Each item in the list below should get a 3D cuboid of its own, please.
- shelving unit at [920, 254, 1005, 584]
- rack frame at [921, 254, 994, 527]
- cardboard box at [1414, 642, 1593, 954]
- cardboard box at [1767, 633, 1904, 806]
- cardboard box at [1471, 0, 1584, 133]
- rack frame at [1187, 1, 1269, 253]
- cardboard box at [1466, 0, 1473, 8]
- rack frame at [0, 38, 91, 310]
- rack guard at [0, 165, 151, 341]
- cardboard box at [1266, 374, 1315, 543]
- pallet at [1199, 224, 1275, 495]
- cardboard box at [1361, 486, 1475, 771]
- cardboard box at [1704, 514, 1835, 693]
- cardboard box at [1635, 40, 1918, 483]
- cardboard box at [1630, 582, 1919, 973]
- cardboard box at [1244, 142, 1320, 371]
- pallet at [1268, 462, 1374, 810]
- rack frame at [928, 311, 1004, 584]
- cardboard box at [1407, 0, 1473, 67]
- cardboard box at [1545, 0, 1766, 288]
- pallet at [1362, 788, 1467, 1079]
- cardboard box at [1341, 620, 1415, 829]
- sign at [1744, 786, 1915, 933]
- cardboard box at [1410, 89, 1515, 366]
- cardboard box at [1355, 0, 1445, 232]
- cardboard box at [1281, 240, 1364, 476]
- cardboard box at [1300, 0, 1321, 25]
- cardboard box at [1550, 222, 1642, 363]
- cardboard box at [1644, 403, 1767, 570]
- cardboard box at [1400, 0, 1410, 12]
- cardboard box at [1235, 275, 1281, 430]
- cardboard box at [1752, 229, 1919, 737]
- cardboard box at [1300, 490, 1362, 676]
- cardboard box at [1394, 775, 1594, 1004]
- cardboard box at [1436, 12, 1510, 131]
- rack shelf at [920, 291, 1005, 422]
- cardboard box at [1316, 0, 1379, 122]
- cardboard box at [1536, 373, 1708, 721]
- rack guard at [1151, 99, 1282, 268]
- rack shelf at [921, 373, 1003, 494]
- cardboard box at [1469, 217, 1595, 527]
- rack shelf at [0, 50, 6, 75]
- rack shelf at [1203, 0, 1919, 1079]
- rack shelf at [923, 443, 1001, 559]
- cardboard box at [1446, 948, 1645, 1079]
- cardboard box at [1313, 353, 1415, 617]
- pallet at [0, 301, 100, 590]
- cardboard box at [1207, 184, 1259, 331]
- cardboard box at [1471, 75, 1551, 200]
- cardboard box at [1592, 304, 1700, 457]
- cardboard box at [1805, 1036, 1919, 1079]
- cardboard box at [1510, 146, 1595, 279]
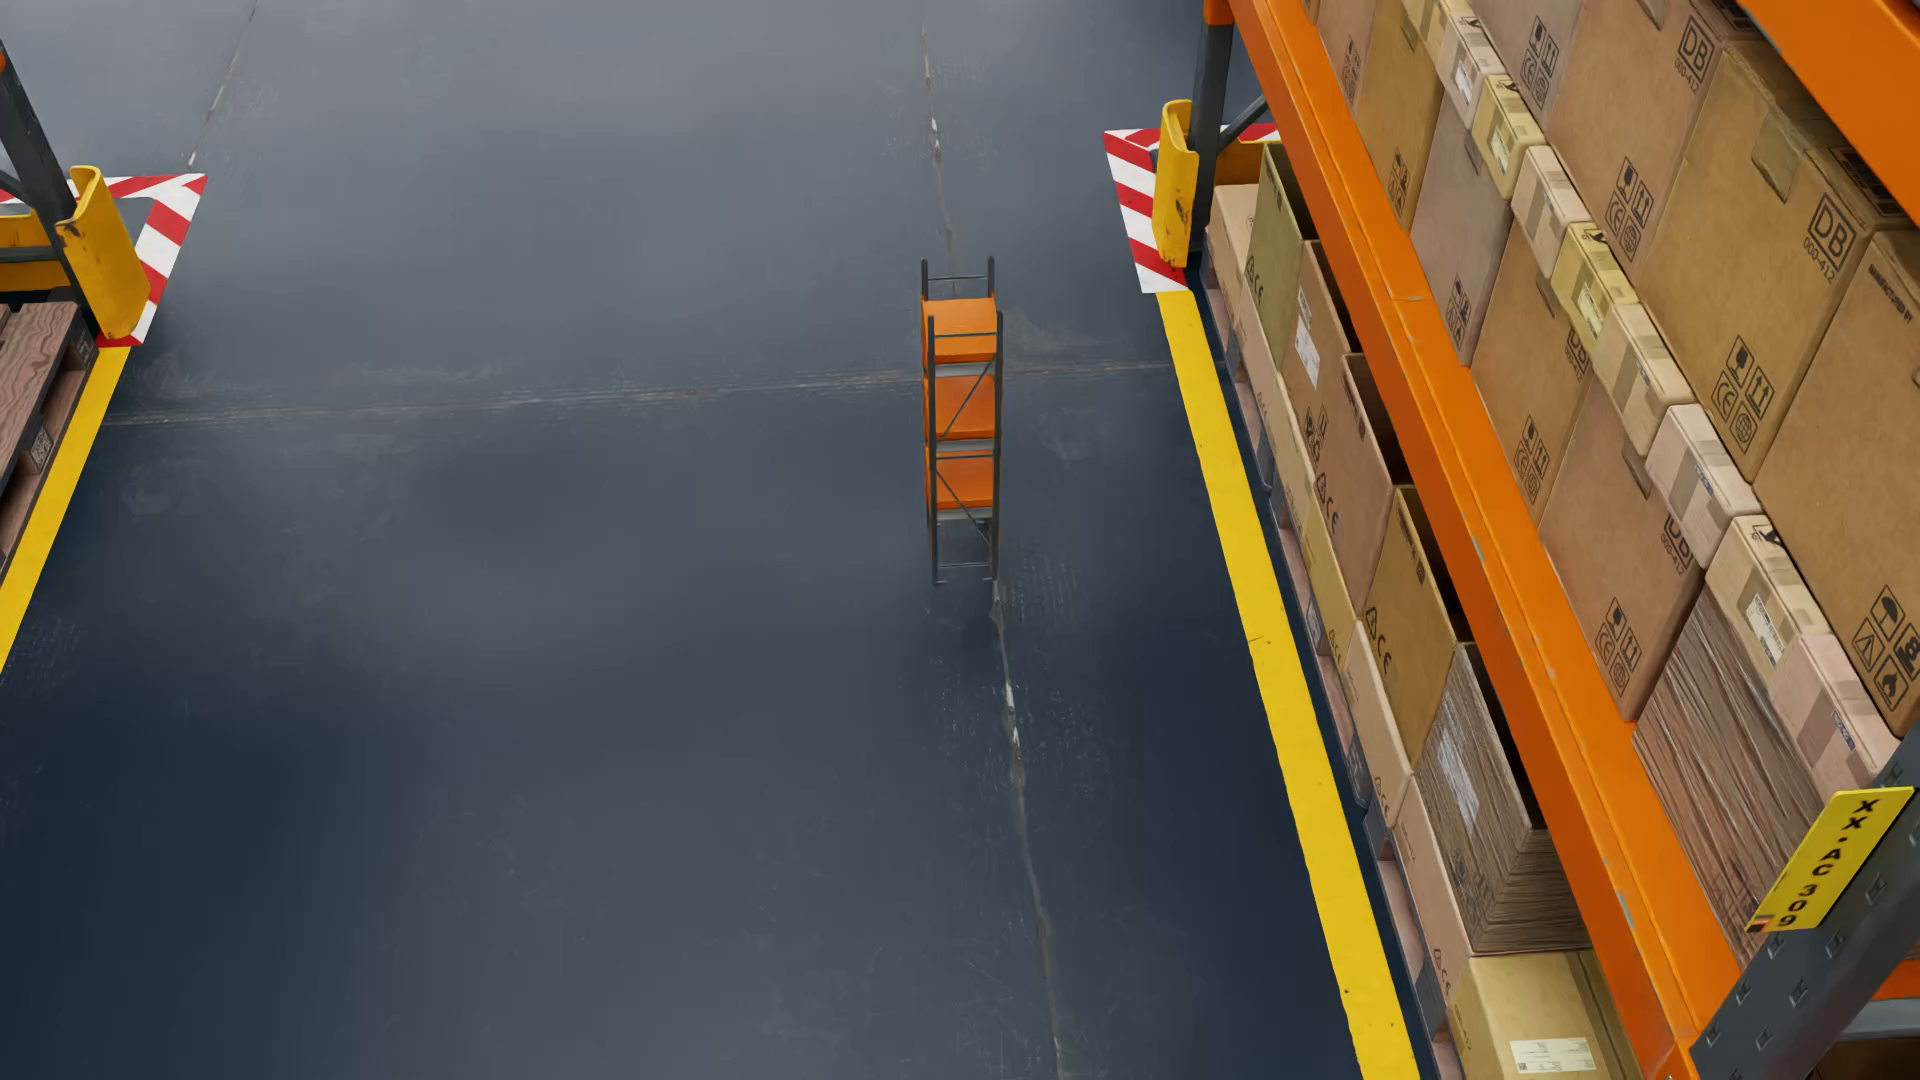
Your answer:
[{"bbox_3d":[0.004,-0.322,4.832,0.215,1.050,0.252,-3,47,-3],"label":"shelving unit"},{"bbox_3d":[-0.006,-0.411,4.916,0.200,1.050,0.008,-3,47,-3],"label":"rack frame"},{"bbox_3d":[1.379,0.565,3.737,0.500,0.500,0.500,-3,47,-3],"label":"cardboard box"},{"bbox_3d":[1.430,0.265,2.417,0.380,0.149,0.250,-4,47,-3],"label":"cardboard box"},{"bbox_3d":[1.496,-1.184,3.343,0.700,0.500,0.500,-3,47,-3],"label":"cardboard box"},{"bbox_3d":[1.331,-2.188,5.256,1.000,3.000,0.127,-3,47,-3],"label":"rack frame"},{"bbox_3d":[1.454,-1.547,3.686,0.700,0.500,0.500,-3,47,-3],"label":"cardboard box"},{"bbox_3d":[-3.605,-1.889,4.973,1.000,3.000,0.127,-3,47,-3],"label":"rack frame"},{"bbox_3d":[-3.552,-0.978,5.832,1.175,0.500,0.348,-3,47,-3],"label":"rack guard"},{"bbox_3d":[1.241,-0.262,5.037,0.500,0.250,0.500,-3,47,-3],"label":"cardboard box"},{"bbox_3d":[1.437,-0.678,5.747,1.003,0.211,1.213,-3,47,-3],"label":"pallet"},{"bbox_3d":[1.333,0.203,4.080,0.500,0.500,0.500,-3,47,-3],"label":"cardboard box"},{"bbox_3d":[1.411,0.086,2.587,0.380,0.149,0.250,-4,47,-4],"label":"cardboard box"},{"bbox_3d":[1.579,-0.460,2.658,0.700,0.500,0.500,-4,47,-3],"label":"cardboard box"},{"bbox_3d":[1.622,0.351,2.783,0.700,0.500,0.500,-5,47,-4],"label":"cardboard box"},{"bbox_3d":[1.198,-0.881,5.107,0.500,0.500,0.500,-3,47,-3],"label":"cardboard box"},{"bbox_3d":[1.536,0.202,4.913,1.003,0.211,1.213,-3,47,-3],"label":"pallet"},{"bbox_3d":[0.015,-0.234,4.749,0.200,1.050,0.008,-3,47,-3],"label":"rack frame"},{"bbox_3d":[1.259,-1.217,3.821,0.380,0.149,0.250,-4,47,-4],"label":"cardboard box"},{"bbox_3d":[1.538,-0.823,3.001,0.700,0.500,0.500,-4,47,-3],"label":"cardboard box"},{"bbox_3d":[1.641,1.087,4.075,1.003,0.211,1.213,-3,47,-3],"label":"pallet"},{"bbox_3d":[1.321,0.462,4.351,0.500,0.250,0.500,-3,47,-3],"label":"cardboard box"},{"bbox_3d":[1.113,0.416,2.139,0.100,0.325,0.005,-3,47,-3],"label":"sign"},{"bbox_3d":[1.490,-0.764,3.838,0.700,0.500,0.500,-2,47,-2],"label":"cardboard box"},{"bbox_3d":[1.442,-1.144,4.199,0.700,0.500,0.500,-3,47,-3],"label":"cardboard box"},{"bbox_3d":[1.253,-0.520,4.765,0.500,0.500,0.500,-3,47,-3],"label":"cardboard box"},{"bbox_3d":[1.357,-1.884,4.899,0.700,0.500,0.500,-3,47,-3],"label":"cardboard box"},{"bbox_3d":[1.346,-0.471,3.115,0.380,0.149,0.250,-4,47,-3],"label":"cardboard box"},{"bbox_3d":[1.386,-0.103,2.766,0.380,0.149,0.250,-5,47,-4],"label":"cardboard box"},{"bbox_3d":[1.237,-1.401,3.996,0.380,0.149,0.250,-5,47,-5],"label":"cardboard box"},{"bbox_3d":[1.200,-0.624,5.379,0.500,0.250,0.500,-3,47,-3],"label":"cardboard box"},{"bbox_3d":[1.622,-0.095,2.312,0.700,0.500,0.500,-3,47,-3],"label":"cardboard box"},{"bbox_3d":[1.278,0.100,4.694,0.500,0.250,0.500,-3,47,-3],"label":"cardboard box"},{"bbox_3d":[1.377,0.823,4.009,0.500,0.250,0.500,-3,47,-3],"label":"cardboard box"},{"bbox_3d":[1.277,-1.036,3.650,0.380,0.149,0.250,-3,47,-3],"label":"cardboard box"},{"bbox_3d":[0.004,-0.510,4.634,0.215,0.259,0.240,-3,47,-3],"label":"rack shelf"},{"bbox_3d":[1.406,-1.504,4.540,0.700,0.500,0.500,-2,47,-2],"label":"cardboard box"},{"bbox_3d":[1.572,-0.030,3.144,0.700,0.500,0.500,-4,47,-4],"label":"cardboard box"},{"bbox_3d":[1.329,-1.346,6.180,1.175,0.500,0.348,-3,47,-3],"label":"rack guard"},{"bbox_3d":[0.004,-0.315,4.840,0.215,0.259,0.240,-3,47,-3],"label":"rack shelf"},{"bbox_3d":[1.534,-0.393,3.488,0.700,0.500,0.500,-3,47,-3],"label":"cardboard box"},{"bbox_3d":[-3.438,-0.195,3.864,1.077,0.370,4.000,-3,47,-3],"label":"rack shelf"},{"bbox_3d":[1.498,-0.493,4.147,1.077,0.370,4.000,-3,47,-3],"label":"rack shelf"},{"bbox_3d":[0.004,-0.124,5.042,0.215,0.259,0.240,-3,47,-3],"label":"rack shelf"},{"bbox_3d":[1.409,1.185,3.666,0.500,0.250,0.500,-3,47,-3],"label":"cardboard box"},{"bbox_3d":[1.277,-0.158,4.421,0.500,0.500,0.500,-3,47,-3],"label":"cardboard box"},{"bbox_3d":[-3.489,-0.290,5.380,1.003,0.211,1.213,-3,47,-3],"label":"pallet"},{"bbox_3d":[1.154,-0.985,5.722,0.500,0.250,0.500,-3,47,-3],"label":"cardboard box"},{"bbox_3d":[1.300,-0.846,3.469,0.380,0.149,0.250,-2,47,-2],"label":"cardboard box"},{"bbox_3d":[1.363,-0.293,2.946,0.380,0.149,0.250,-4,47,-3],"label":"cardboard box"},{"bbox_3d":[1.939,0.895,3.425,0.500,0.500,0.500,-3,47,-3],"label":"cardboard box"},{"bbox_3d":[1.325,-0.654,3.287,0.380,0.149,0.250,-2,47,-2],"label":"cardboard box"}]
